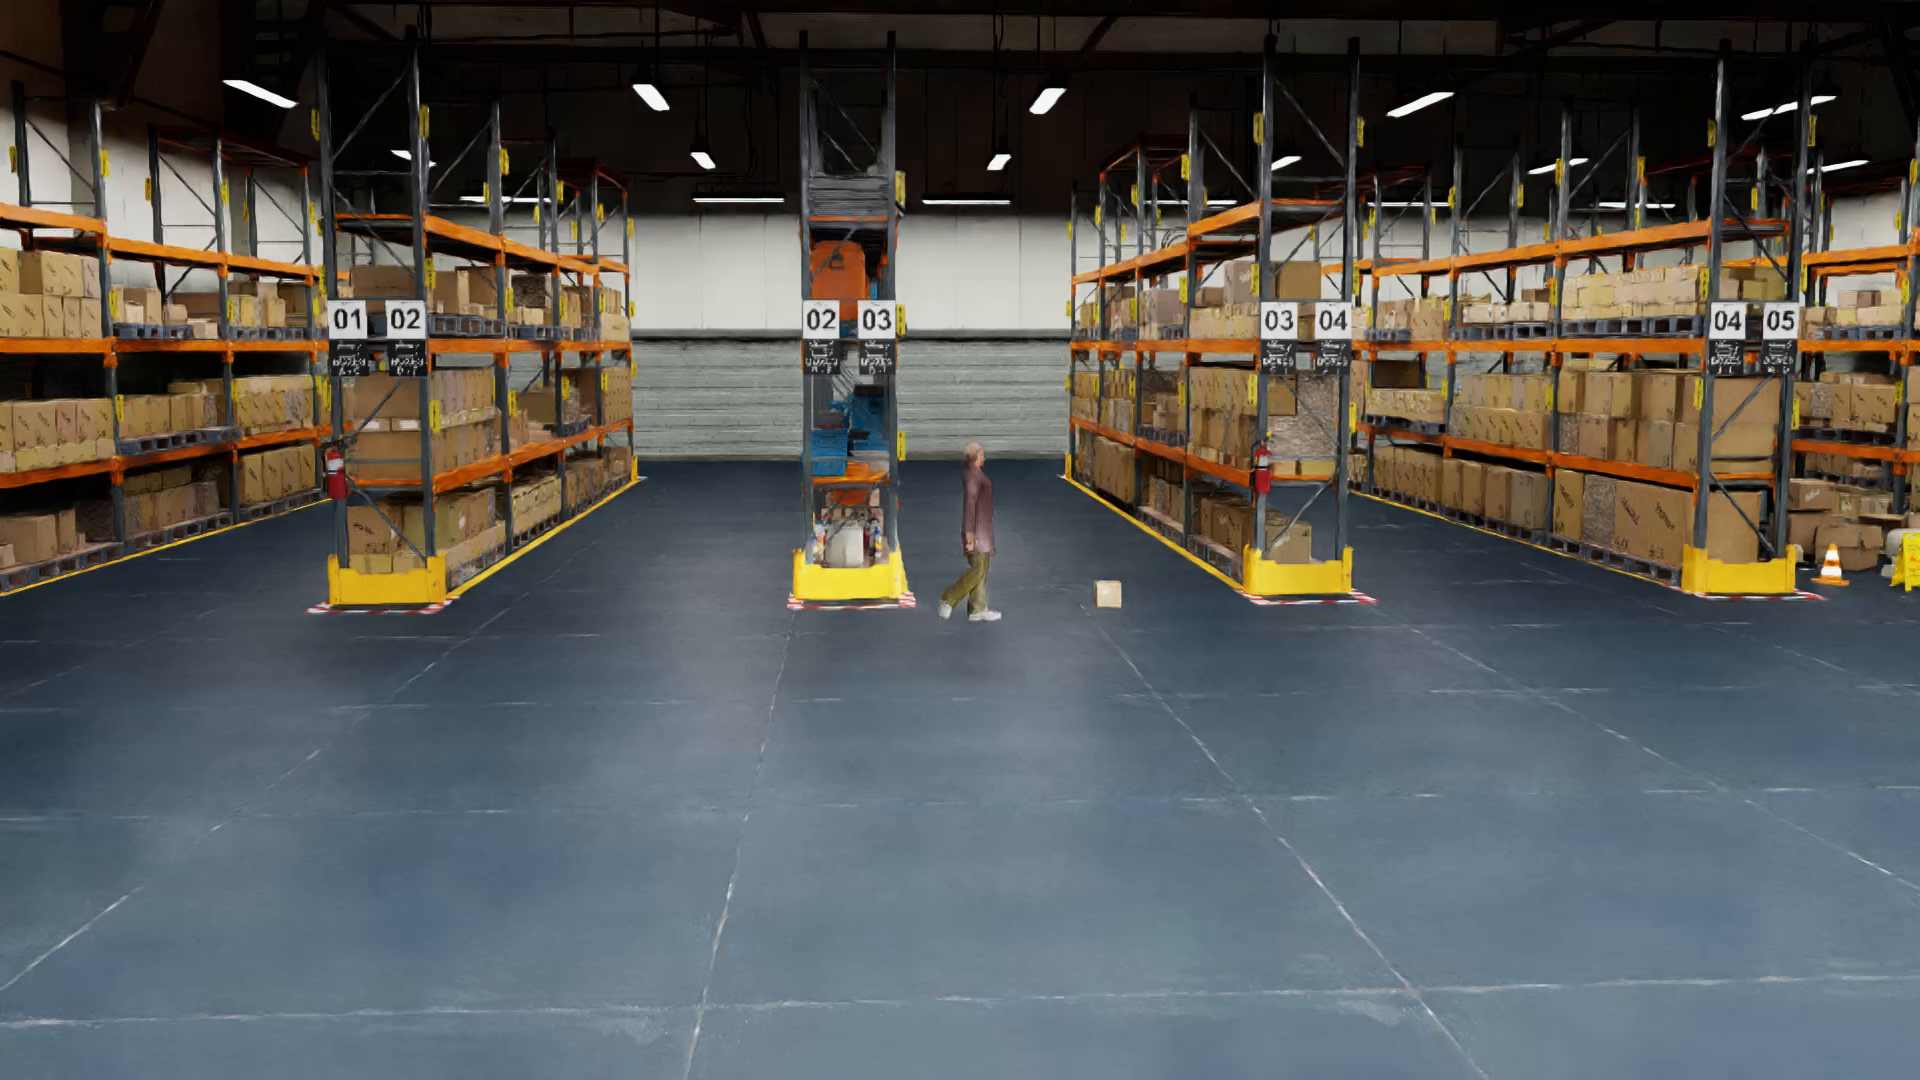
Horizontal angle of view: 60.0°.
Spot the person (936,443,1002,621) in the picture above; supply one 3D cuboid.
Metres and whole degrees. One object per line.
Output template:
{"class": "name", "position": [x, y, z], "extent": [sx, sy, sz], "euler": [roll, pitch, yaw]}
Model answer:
{"class": "person", "position": [0.096, -0.063, 16.332], "extent": [0.662, 1.775, 0.787], "euler": [0, 7, -2]}
